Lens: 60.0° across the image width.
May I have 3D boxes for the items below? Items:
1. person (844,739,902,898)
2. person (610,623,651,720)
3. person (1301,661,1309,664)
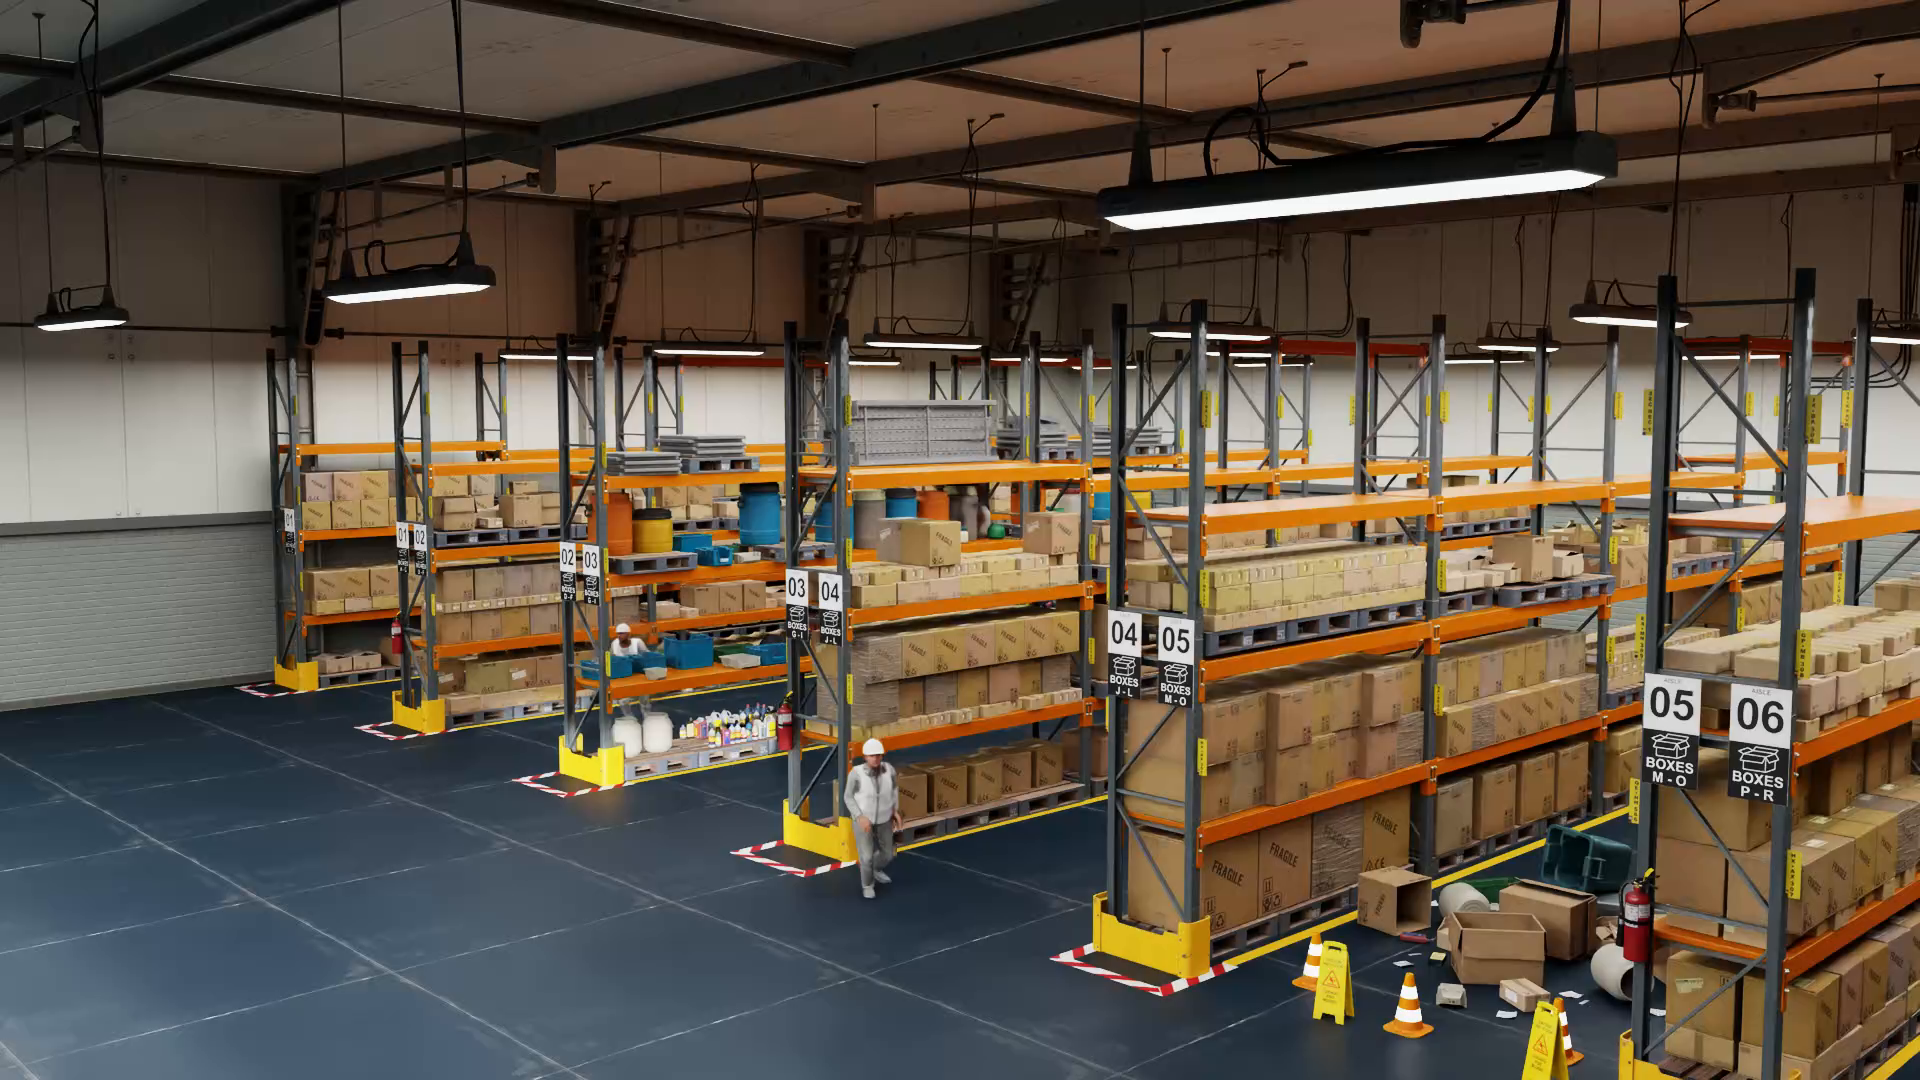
[{"bbox_3d":[-0.929,2.838,17.095,0.621,1.701,0.776,-2,5,-22],"label":"person"},{"bbox_3d":[-5.043,2.125,25.580,0.694,1.737,0.848,-1,5,-8],"label":"person"},{"bbox_3d":[4.602,2.428,22.209,0.543,1.685,0.891,-3,6,-34],"label":"person"}]
